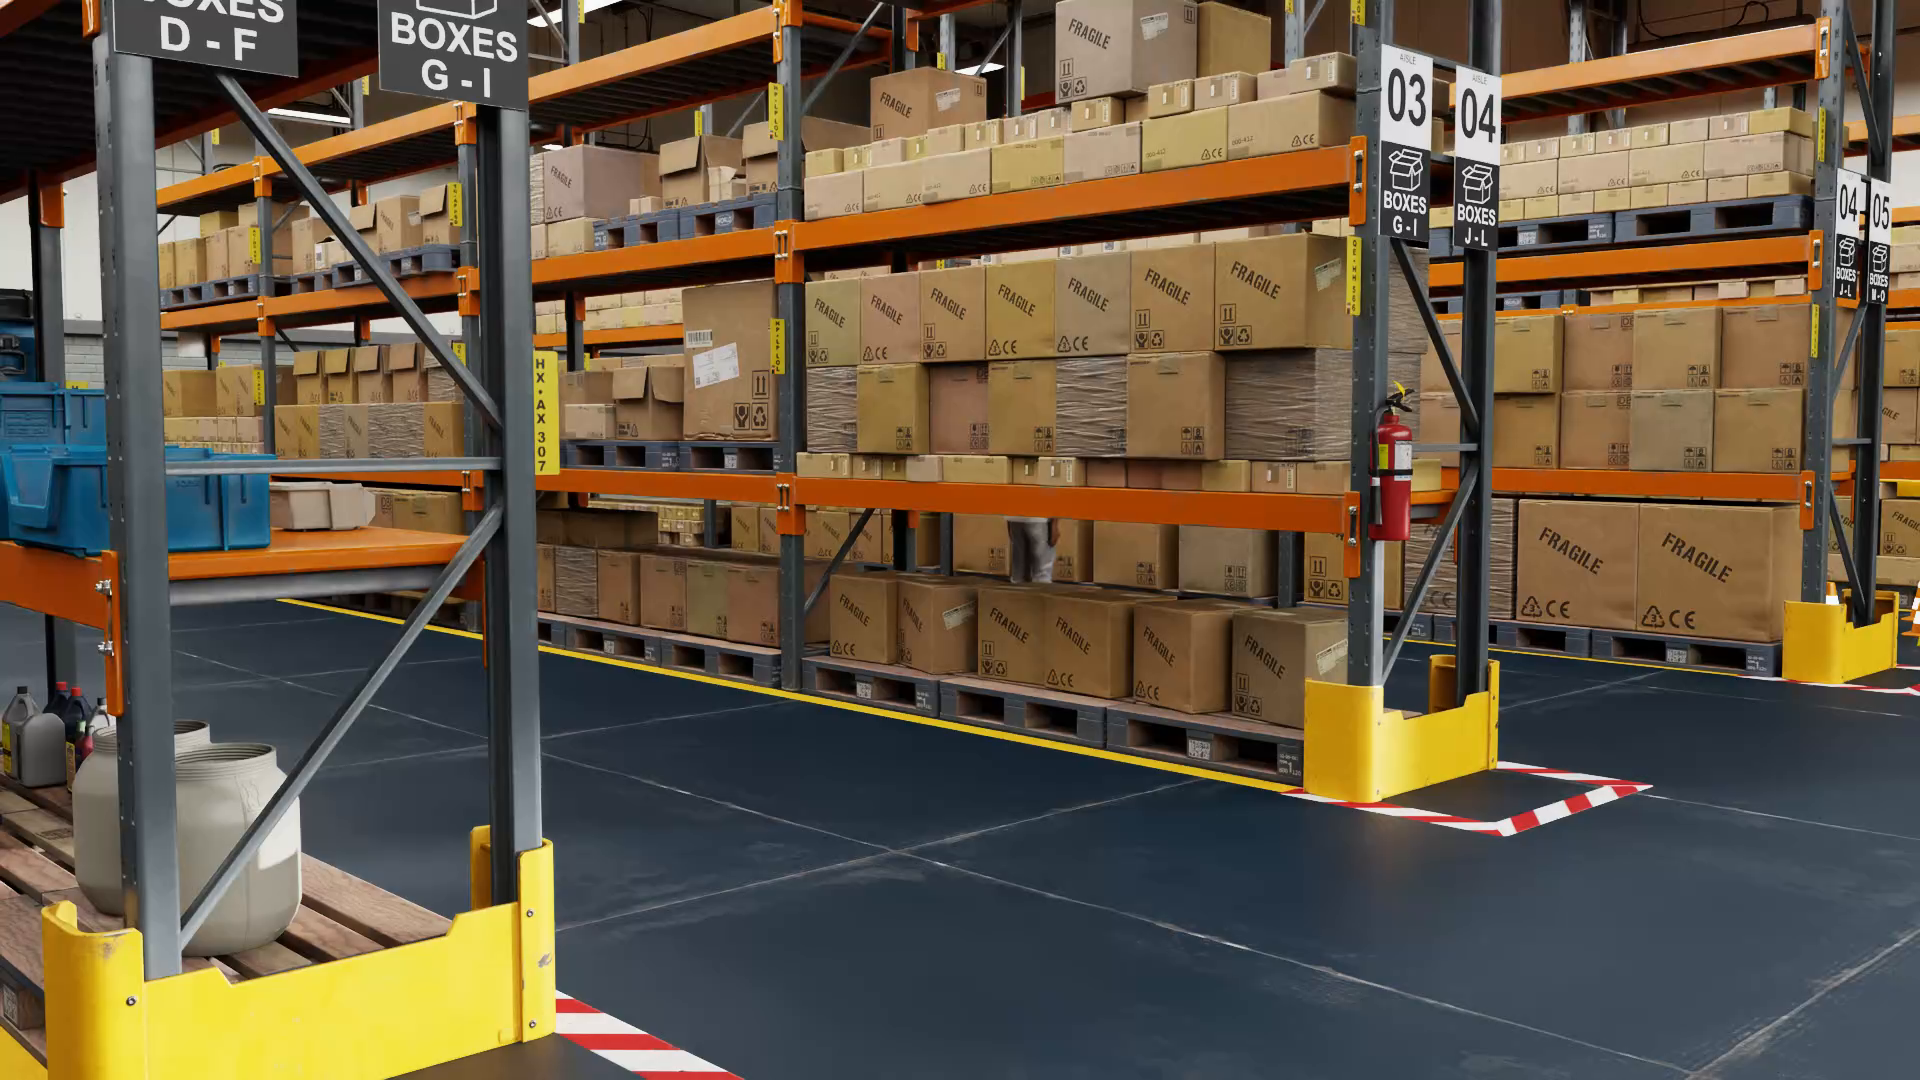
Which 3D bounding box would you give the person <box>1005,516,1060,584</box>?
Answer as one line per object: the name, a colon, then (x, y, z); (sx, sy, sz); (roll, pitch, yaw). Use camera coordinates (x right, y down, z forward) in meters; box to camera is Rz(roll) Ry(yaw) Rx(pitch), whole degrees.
person: (0.537, -0.118, 12.409); (0.385, 1.781, 0.566); (-4, 5, -43)
